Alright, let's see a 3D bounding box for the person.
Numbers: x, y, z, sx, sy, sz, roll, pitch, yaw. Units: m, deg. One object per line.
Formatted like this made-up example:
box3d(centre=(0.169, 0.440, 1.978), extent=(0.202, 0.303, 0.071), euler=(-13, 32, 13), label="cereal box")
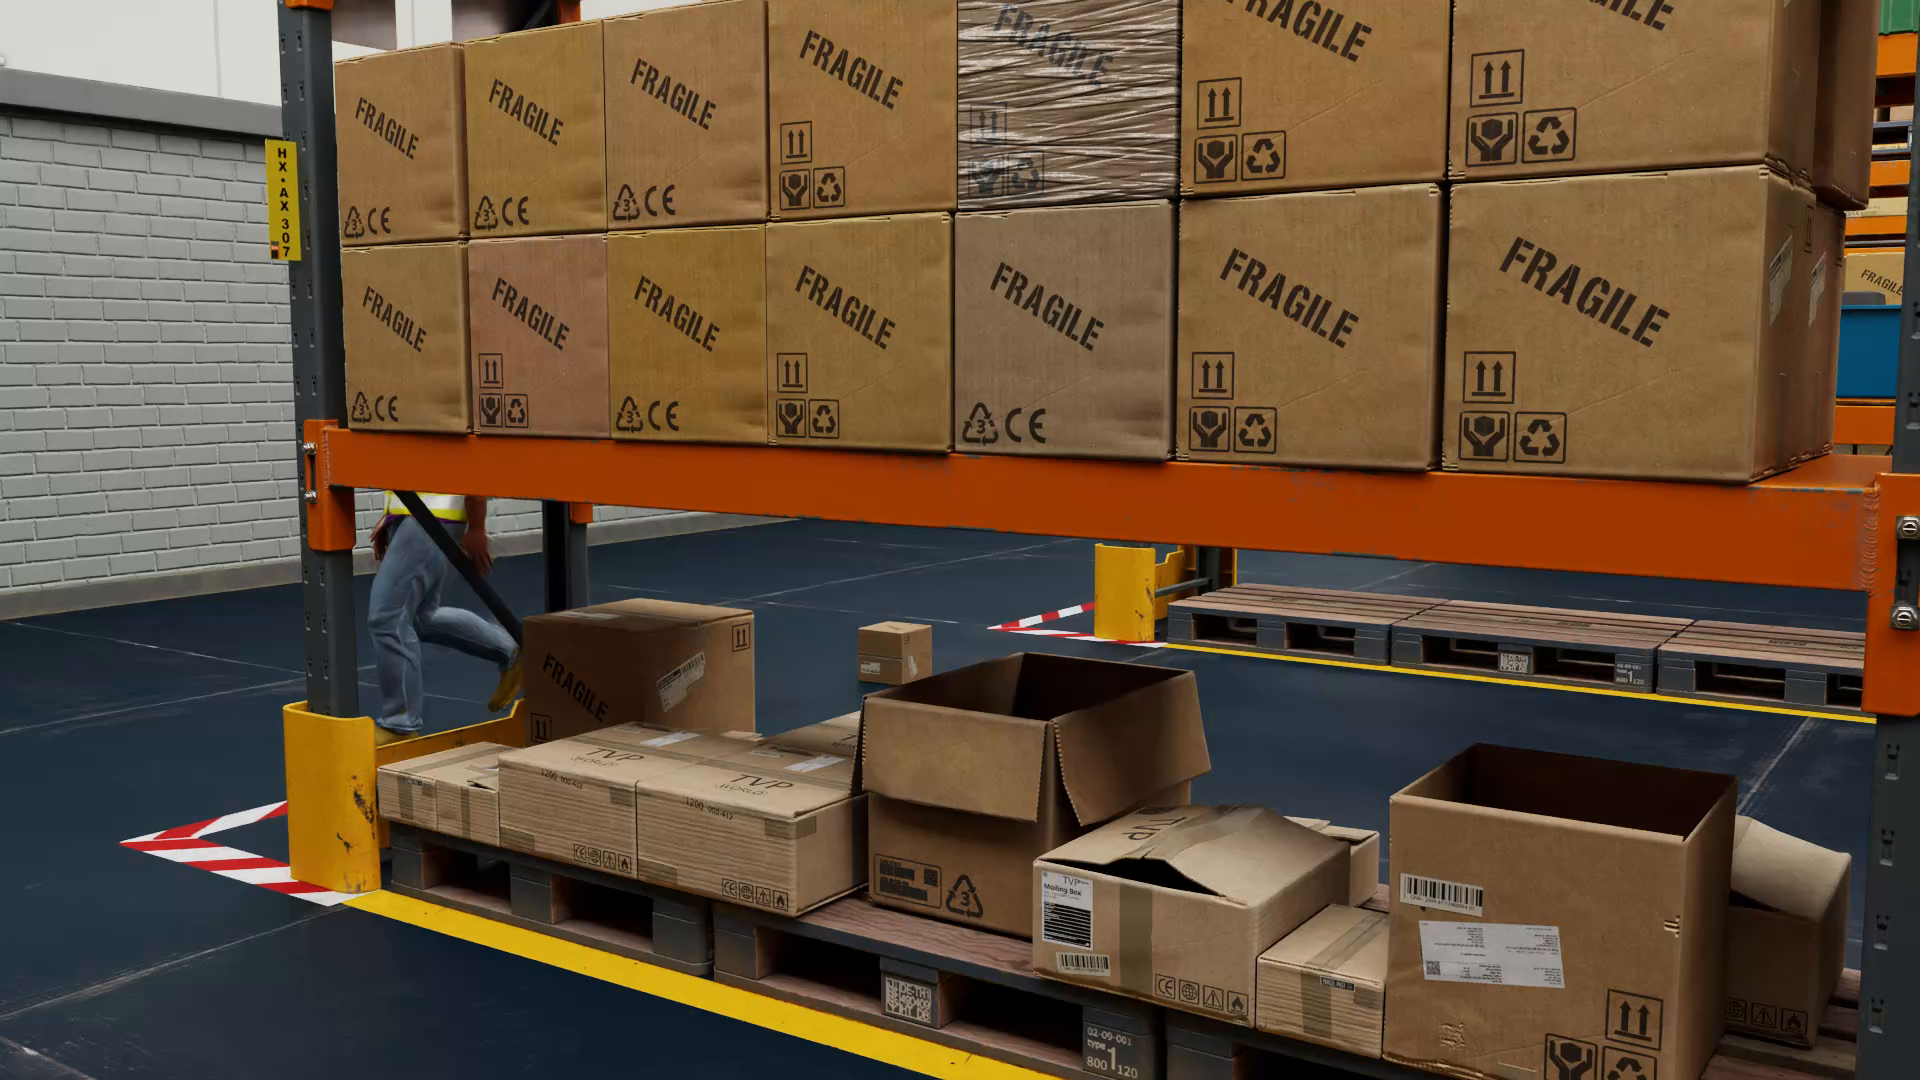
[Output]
box3d(centre=(5.671, 0.214, 3.619), extent=(10.569, 1.730, 13.641), euler=(-4, 8, -33), label="person")
